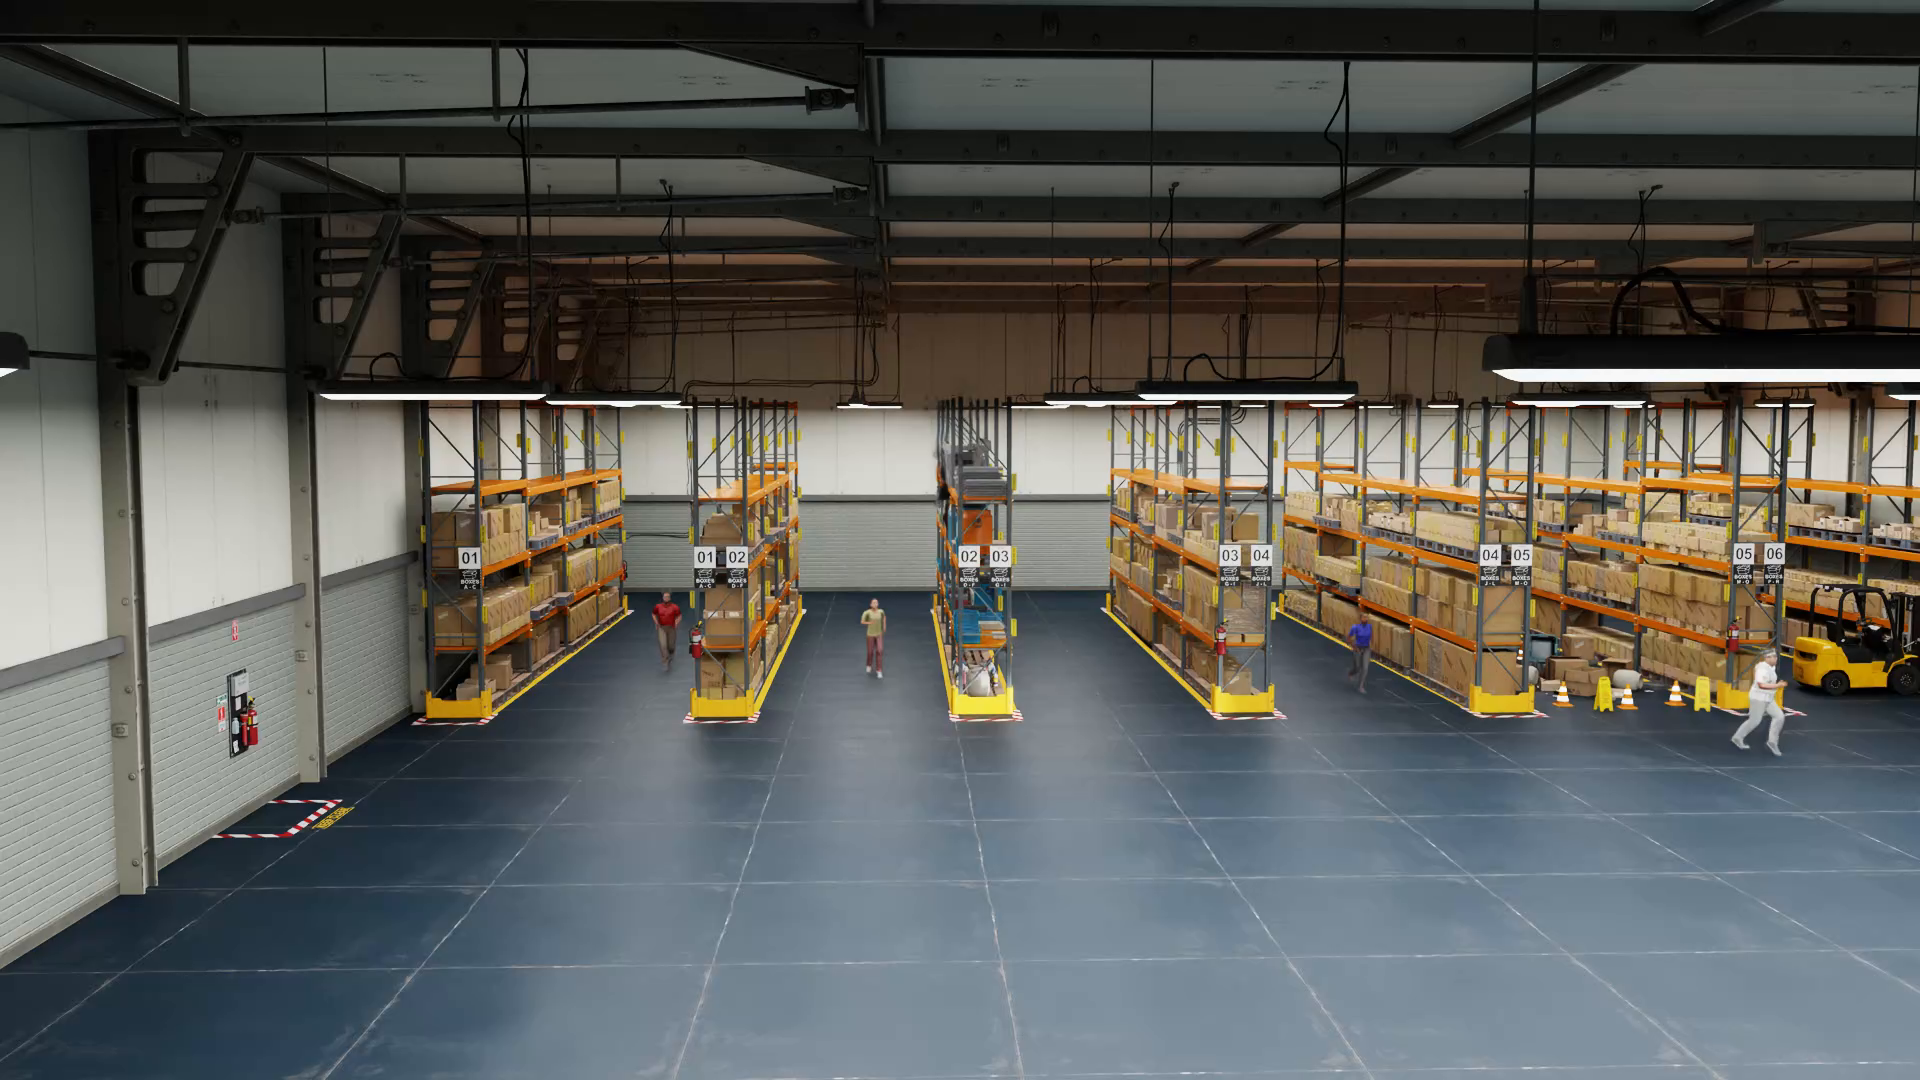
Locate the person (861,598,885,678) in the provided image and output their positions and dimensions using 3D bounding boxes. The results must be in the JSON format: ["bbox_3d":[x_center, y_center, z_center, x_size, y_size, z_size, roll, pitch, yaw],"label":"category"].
[{"bbox_3d":[-1.866,2.088,35.965,0.610,1.695,0.891,-1,5,-17],"label":"person"}]

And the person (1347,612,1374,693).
[{"bbox_3d":[8.236,2.296,34.165,0.600,1.625,0.759,-1,5,-12],"label":"person"}]

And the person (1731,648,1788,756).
[{"bbox_3d":[13.418,2.702,27.885,0.878,1.832,0.687,4,6,41],"label":"person"}]

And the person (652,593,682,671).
[{"bbox_3d":[-6.540,2.025,37.090,0.663,1.720,0.833,-1,4,-9],"label":"person"}]
